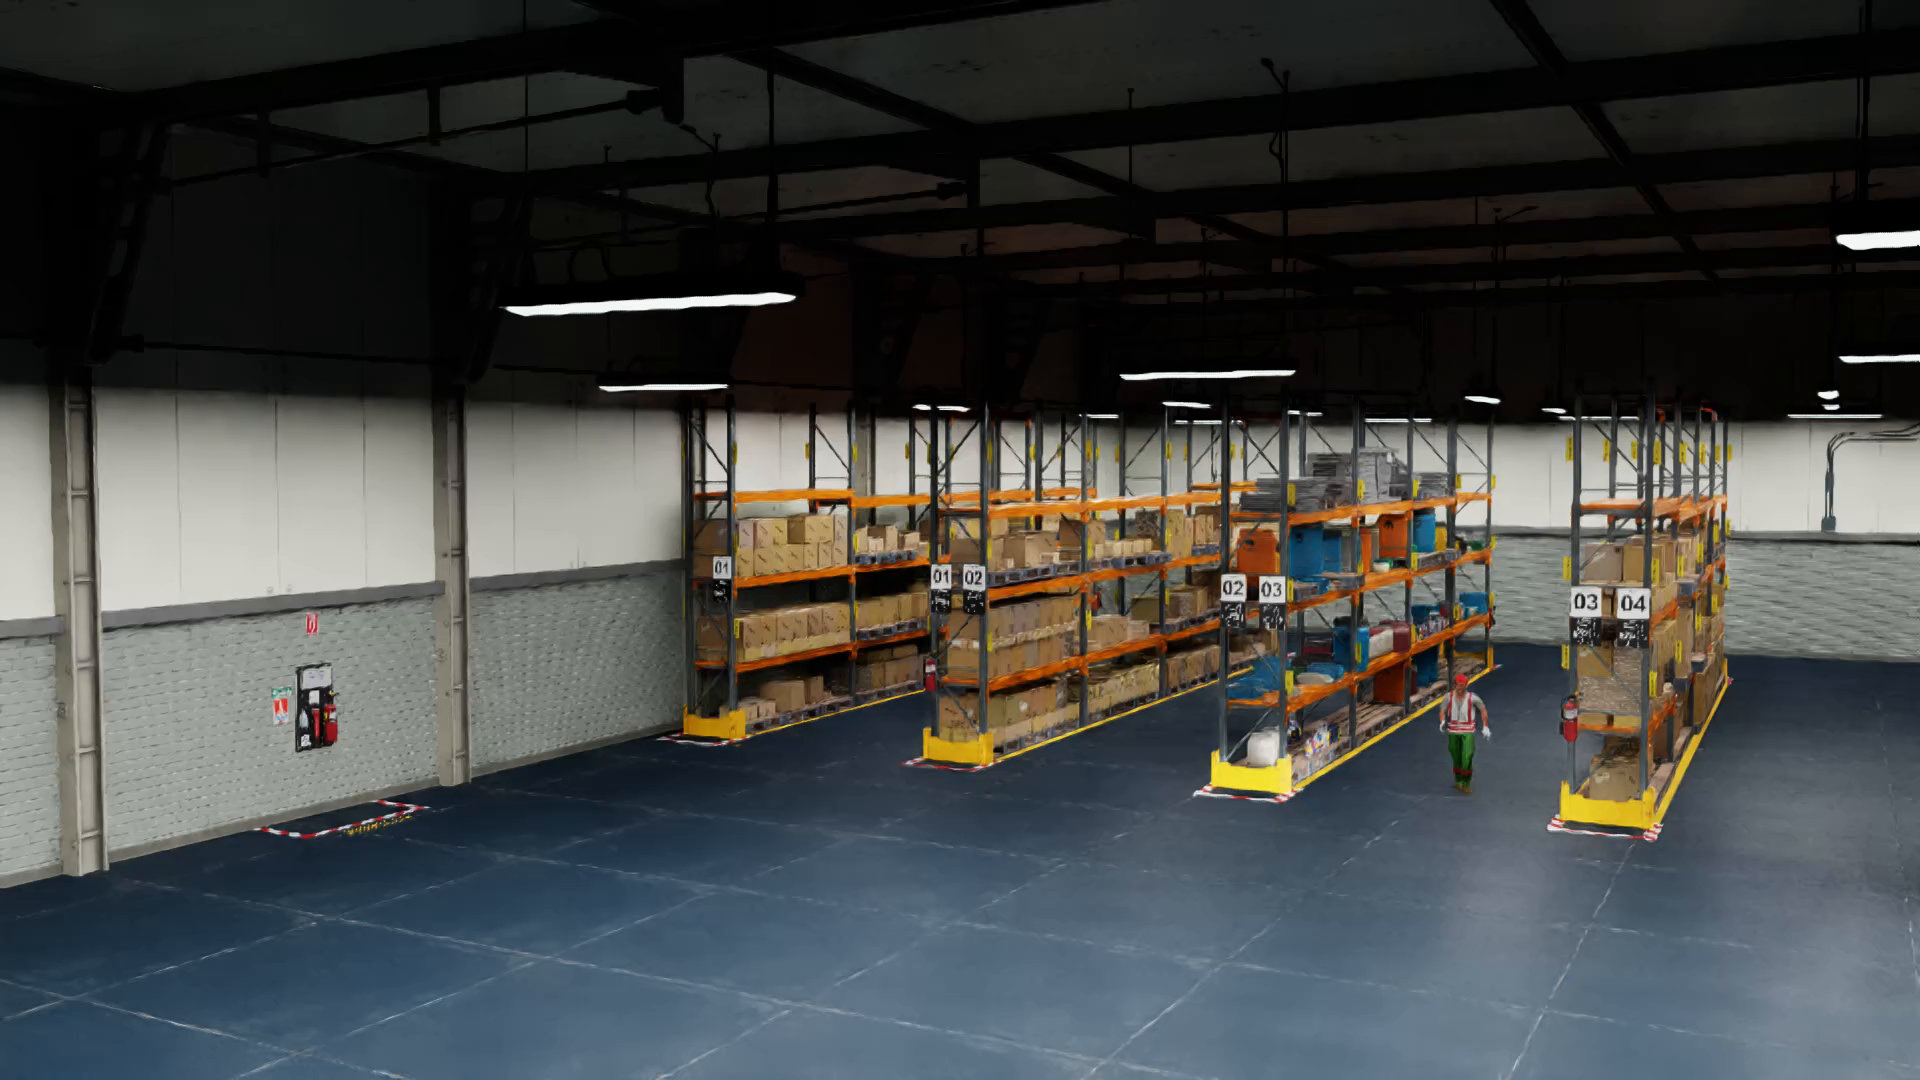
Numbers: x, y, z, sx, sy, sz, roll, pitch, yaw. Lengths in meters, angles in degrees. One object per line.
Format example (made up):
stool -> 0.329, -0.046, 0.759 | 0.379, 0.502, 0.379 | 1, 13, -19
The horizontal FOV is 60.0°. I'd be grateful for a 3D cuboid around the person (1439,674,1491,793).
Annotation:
person -> 7.428, 2.840, 24.556 | 0.713, 1.749, 0.686 | 2, 4, 31
